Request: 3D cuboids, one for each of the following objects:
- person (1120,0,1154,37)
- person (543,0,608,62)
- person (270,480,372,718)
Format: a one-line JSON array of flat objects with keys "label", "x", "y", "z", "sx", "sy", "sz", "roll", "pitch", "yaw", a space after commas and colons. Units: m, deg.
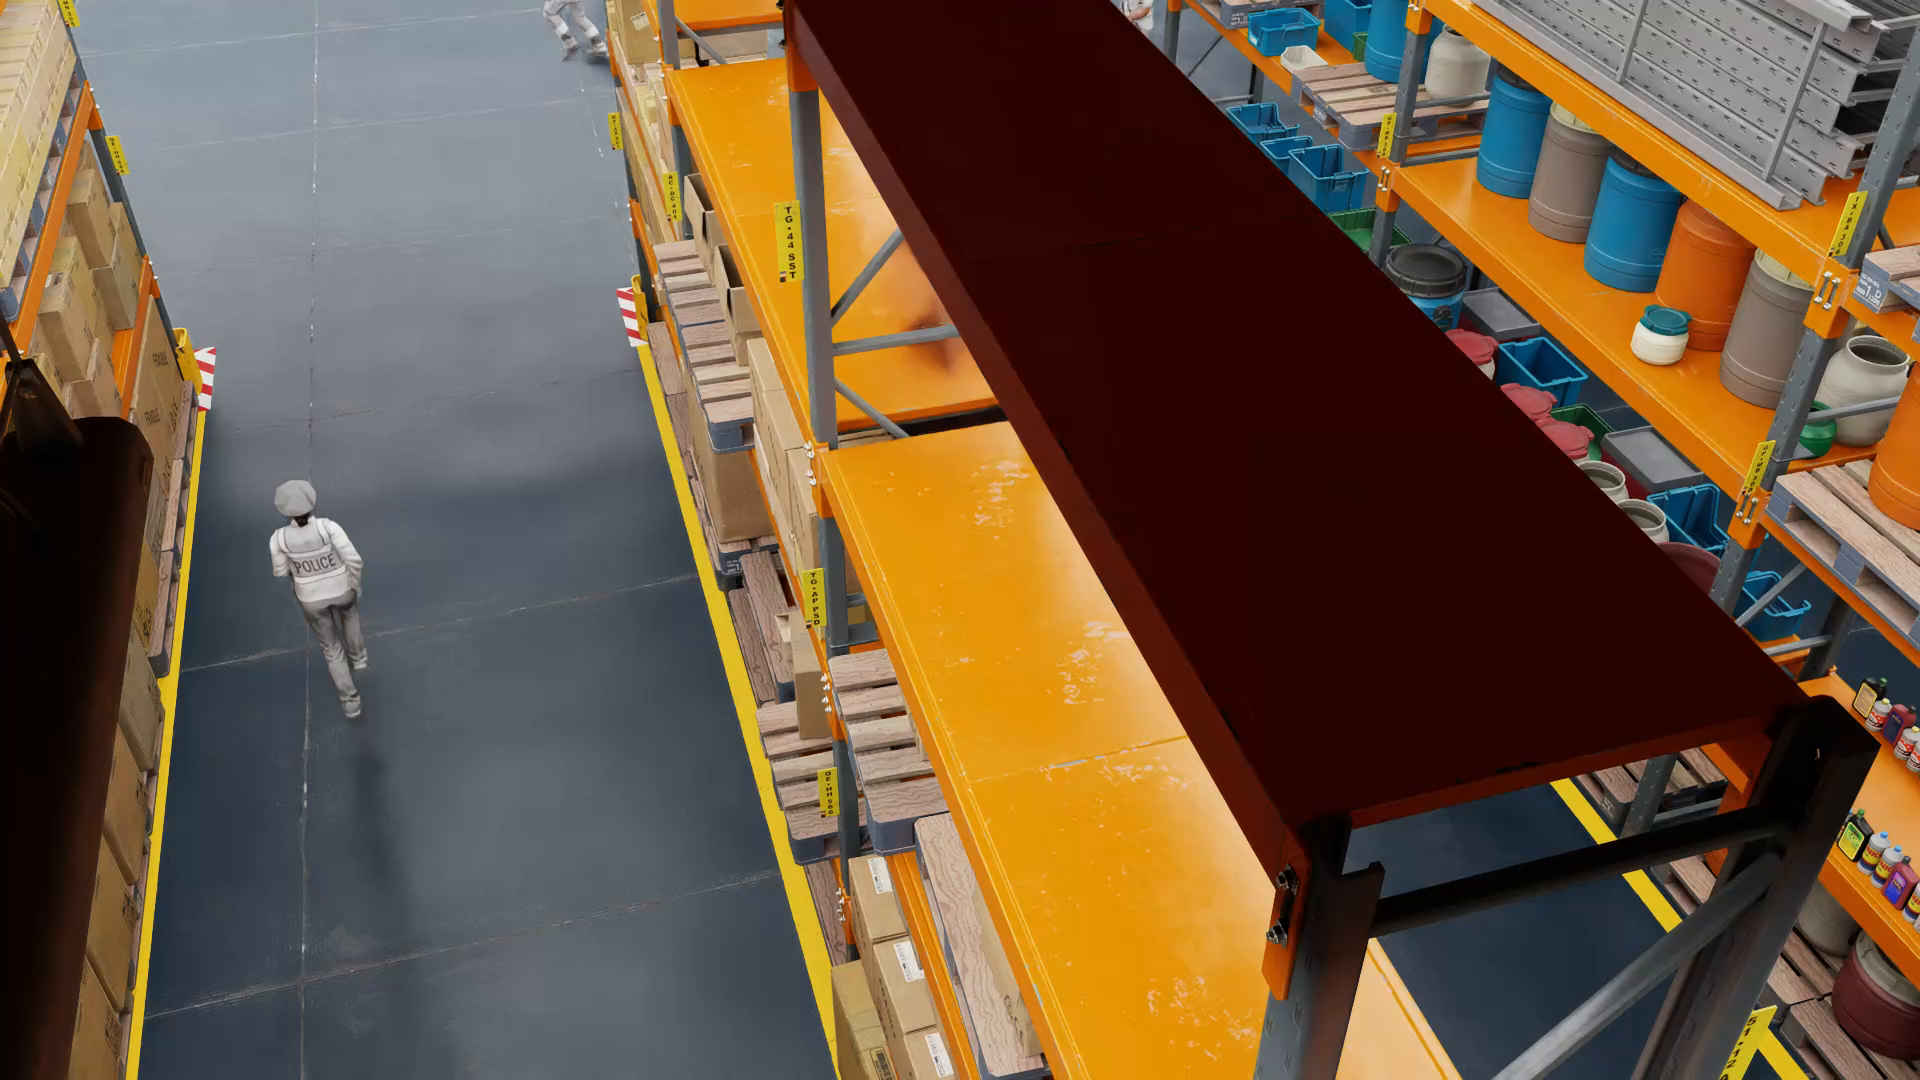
[{"label": "person", "x": 2.008, "y": -5.852, "z": 18.818, "sx": 0.600, "sy": 1.734, "sz": 0.663, "roll": 3, "pitch": 38, "yaw": 3}, {"label": "person", "x": -4.621, "y": -6.514, "z": 19.641, "sx": 0.715, "sy": 1.785, "sz": 0.671, "roll": 8, "pitch": 39, "yaw": 10}, {"label": "person", "x": -4.084, "y": 0.373, "z": 10.723, "sx": 0.529, "sy": 1.728, "sz": 0.829, "roll": -18, "pitch": 42, "yaw": -21}]
